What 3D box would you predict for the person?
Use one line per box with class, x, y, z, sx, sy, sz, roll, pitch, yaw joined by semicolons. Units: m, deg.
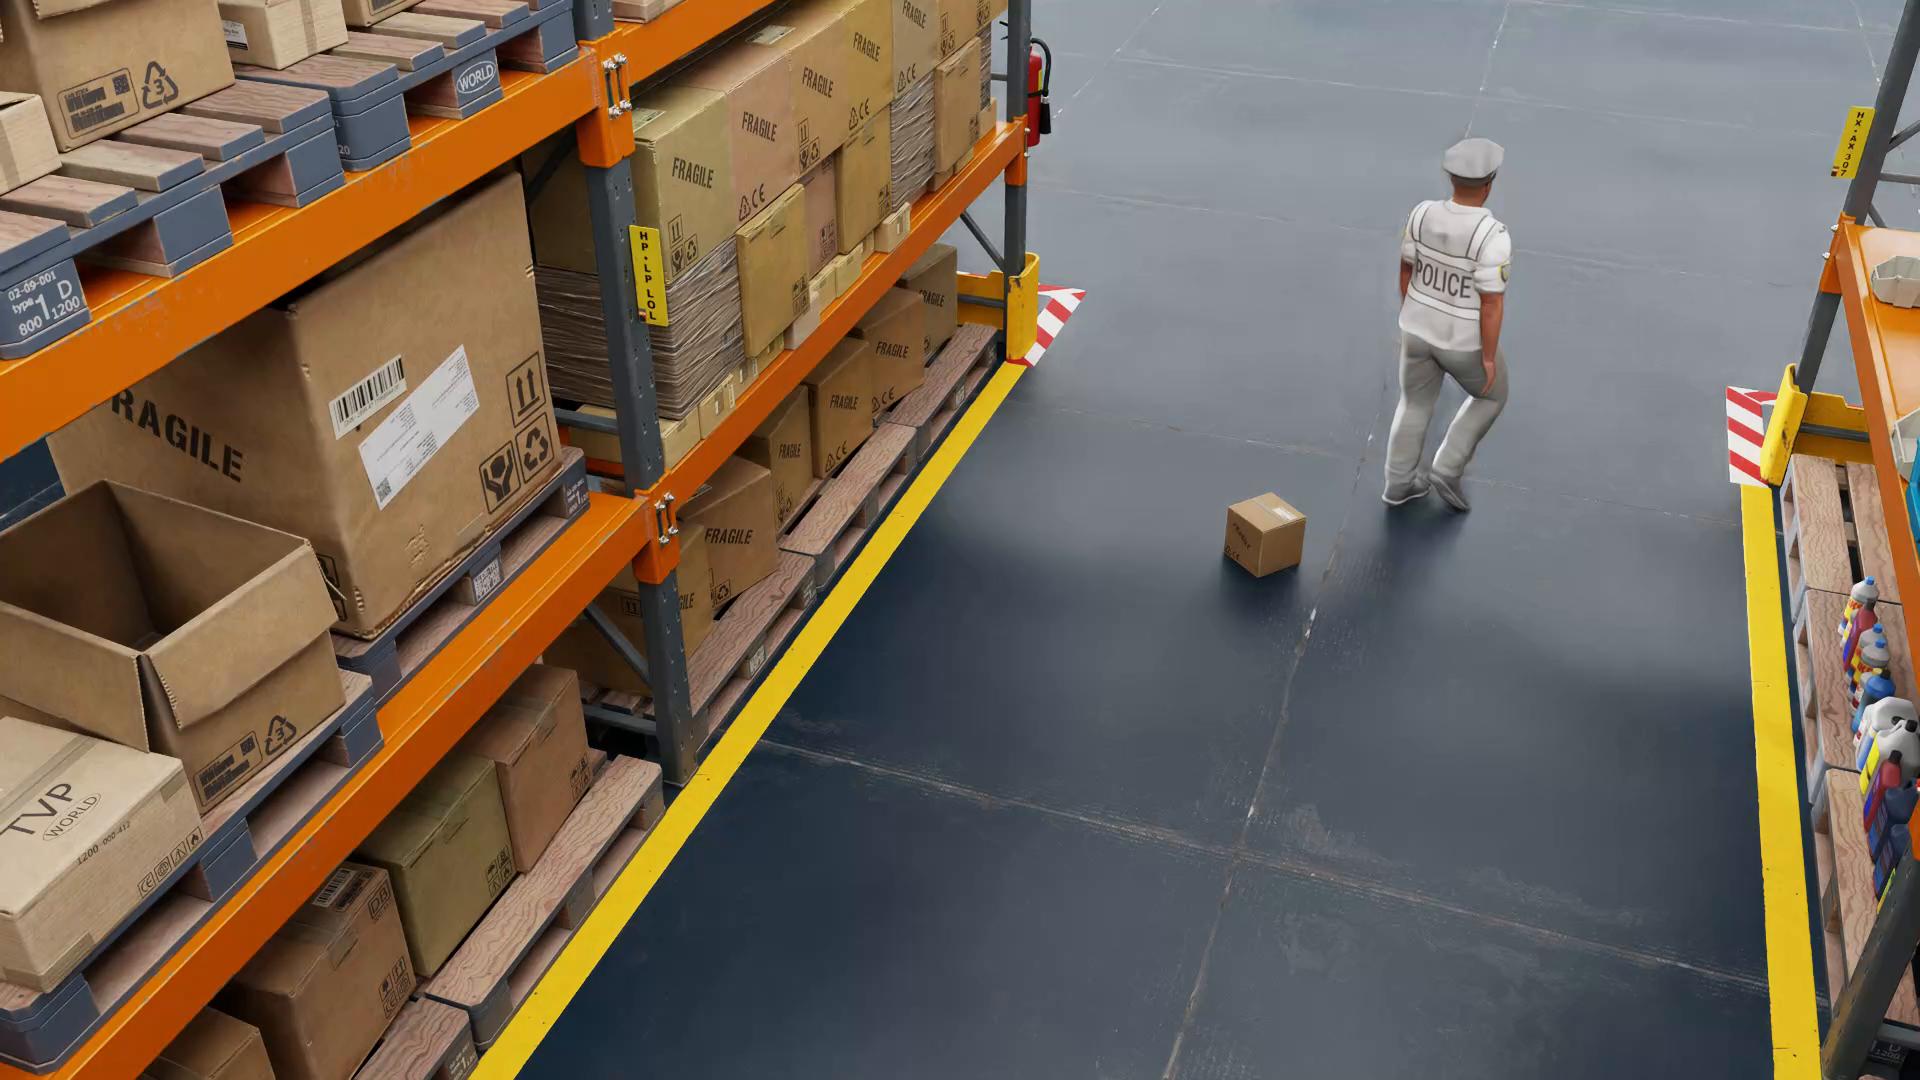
person;2.244;-0.934;7.560;0.499;1.833;0.586;-29;43;-36
